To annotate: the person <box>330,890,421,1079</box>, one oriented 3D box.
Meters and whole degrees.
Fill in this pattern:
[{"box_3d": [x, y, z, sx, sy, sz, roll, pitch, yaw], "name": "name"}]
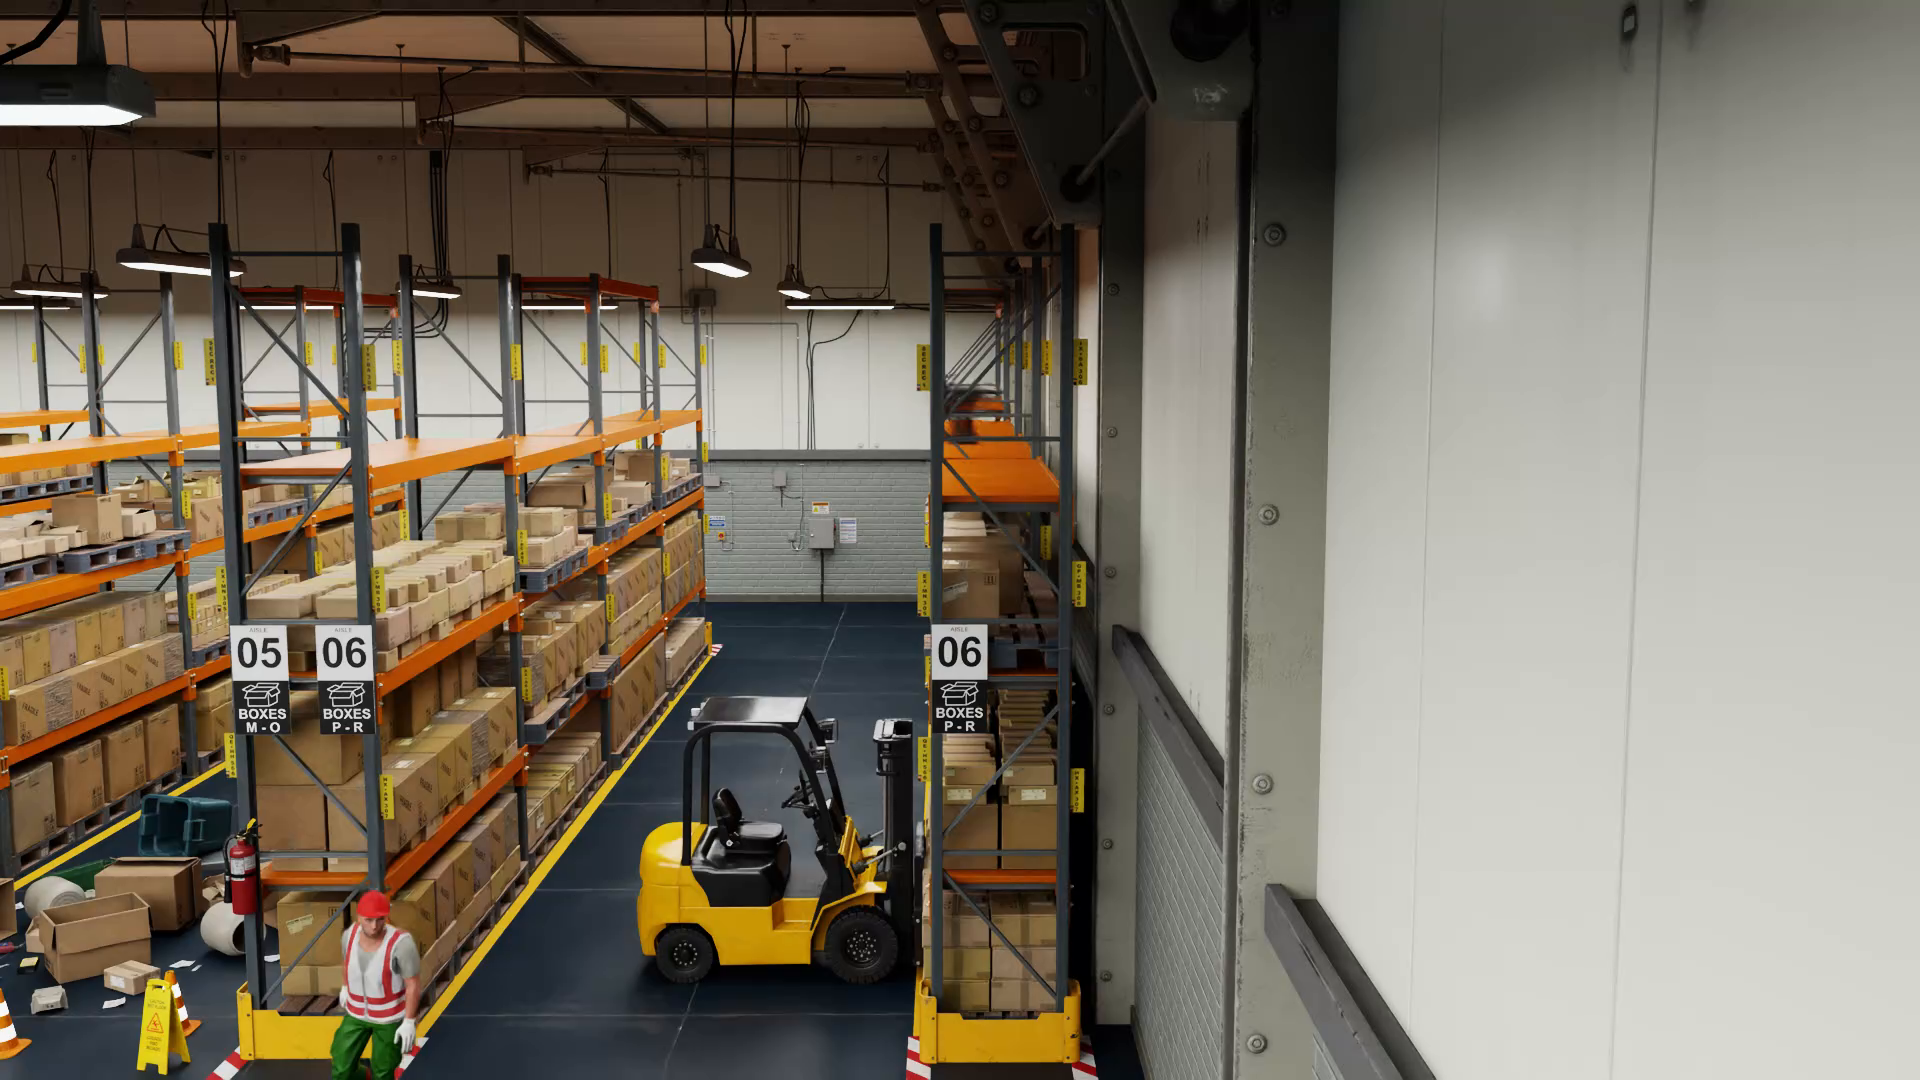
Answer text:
[{"box_3d": [-3.785, 3.057, 10.764, 0.707, 1.736, 0.613, 1, 7, 9], "name": "person"}]
